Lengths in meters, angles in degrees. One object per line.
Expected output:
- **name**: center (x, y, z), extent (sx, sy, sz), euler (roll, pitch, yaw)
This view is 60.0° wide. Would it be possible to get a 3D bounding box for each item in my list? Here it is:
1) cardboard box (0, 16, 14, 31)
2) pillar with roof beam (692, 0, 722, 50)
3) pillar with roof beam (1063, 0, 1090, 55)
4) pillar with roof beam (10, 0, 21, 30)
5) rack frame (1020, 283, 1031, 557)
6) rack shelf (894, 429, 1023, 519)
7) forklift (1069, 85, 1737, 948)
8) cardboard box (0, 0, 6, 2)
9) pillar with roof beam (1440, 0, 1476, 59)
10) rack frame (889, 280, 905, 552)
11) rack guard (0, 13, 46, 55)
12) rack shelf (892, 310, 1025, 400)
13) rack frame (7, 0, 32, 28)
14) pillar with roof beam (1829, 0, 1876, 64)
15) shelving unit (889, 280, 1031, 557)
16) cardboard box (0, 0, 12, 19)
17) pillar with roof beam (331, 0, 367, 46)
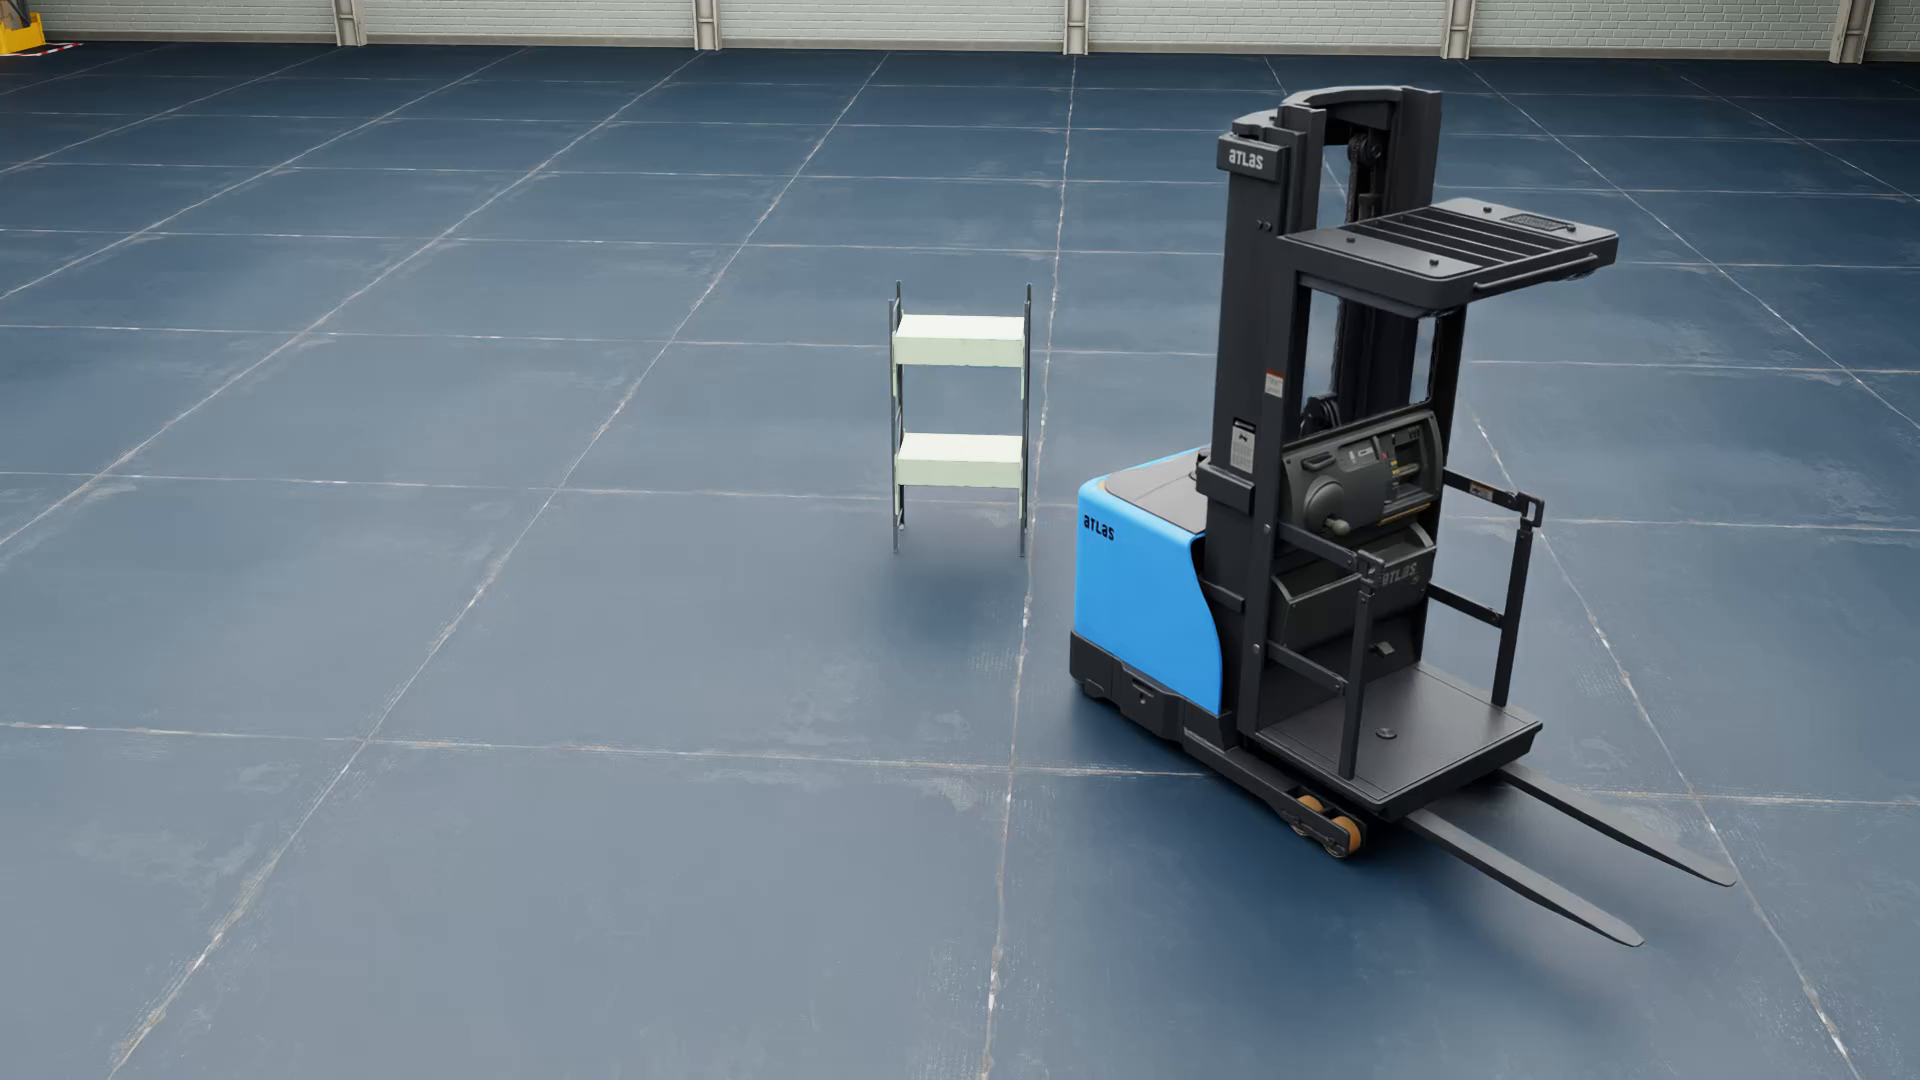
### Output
- **cardboard box**: center (-15.932, -8.437, 27.285), extent (0.500, 0.250, 0.500), euler (2, 25, 4)
- **pillar with roof beam**: center (-4.447, -10.343, 21.463), extent (0.400, 9.000, 9.100), euler (2, 25, 4)
- **pillar with roof beam**: center (1.536, -10.151, 21.046), extent (0.400, 9.000, 9.100), euler (2, 25, 4)
- **pillar with roof beam**: center (-16.412, -10.727, 22.298), extent (0.400, 9.000, 9.100), euler (2, 25, 4)
- **rack frame**: center (0.372, -0.669, 9.411), extent (0.023, 1.500, 0.400), euler (2, 25, 4)
- **rack shelf**: center (0.007, -0.385, 9.572), extent (0.720, 0.370, 0.431), euler (2, 25, 4)
- **forklift**: center (1.815, -0.248, 6.783), extent (1.130, 2.935, 3.031), euler (-17, 30, -33)
- **cardboard box**: center (-15.922, -8.888, 27.069), extent (0.500, 0.250, 0.500), euler (1, 25, 3)
- **pillar with roof beam**: center (7.518, -9.959, 20.629), extent (0.400, 9.000, 9.100), euler (2, 25, 4)
- **rack frame**: center (-0.358, -0.693, 9.461), extent (0.023, 1.500, 0.400), euler (2, 25, 4)
- **rack guard**: center (-15.433, -8.262, 27.107), extent (0.348, 0.500, 1.175), euler (2, 25, 4)
- **rack shelf**: center (0.007, -1.036, 9.273), extent (0.720, 0.370, 0.431), euler (2, 25, 4)
- **rack frame**: center (-15.457, -9.398, 26.586), extent (0.127, 3.000, 1.000), euler (2, 25, 4)
- **pillar with roof beam**: center (13.500, -9.767, 20.212), extent (0.400, 9.000, 9.100), euler (2, 25, 4)
- **shelving unit**: center (0.007, -0.681, 9.436), extent (0.755, 1.500, 0.431), euler (2, 25, 4)
- **cardboard box**: center (-15.910, -8.669, 27.190), extent (0.500, 0.250, 0.500), euler (2, 25, 5)
- **pillar with roof beam**: center (-10.429, -10.535, 21.881), extent (0.400, 9.000, 9.100), euler (2, 25, 4)
